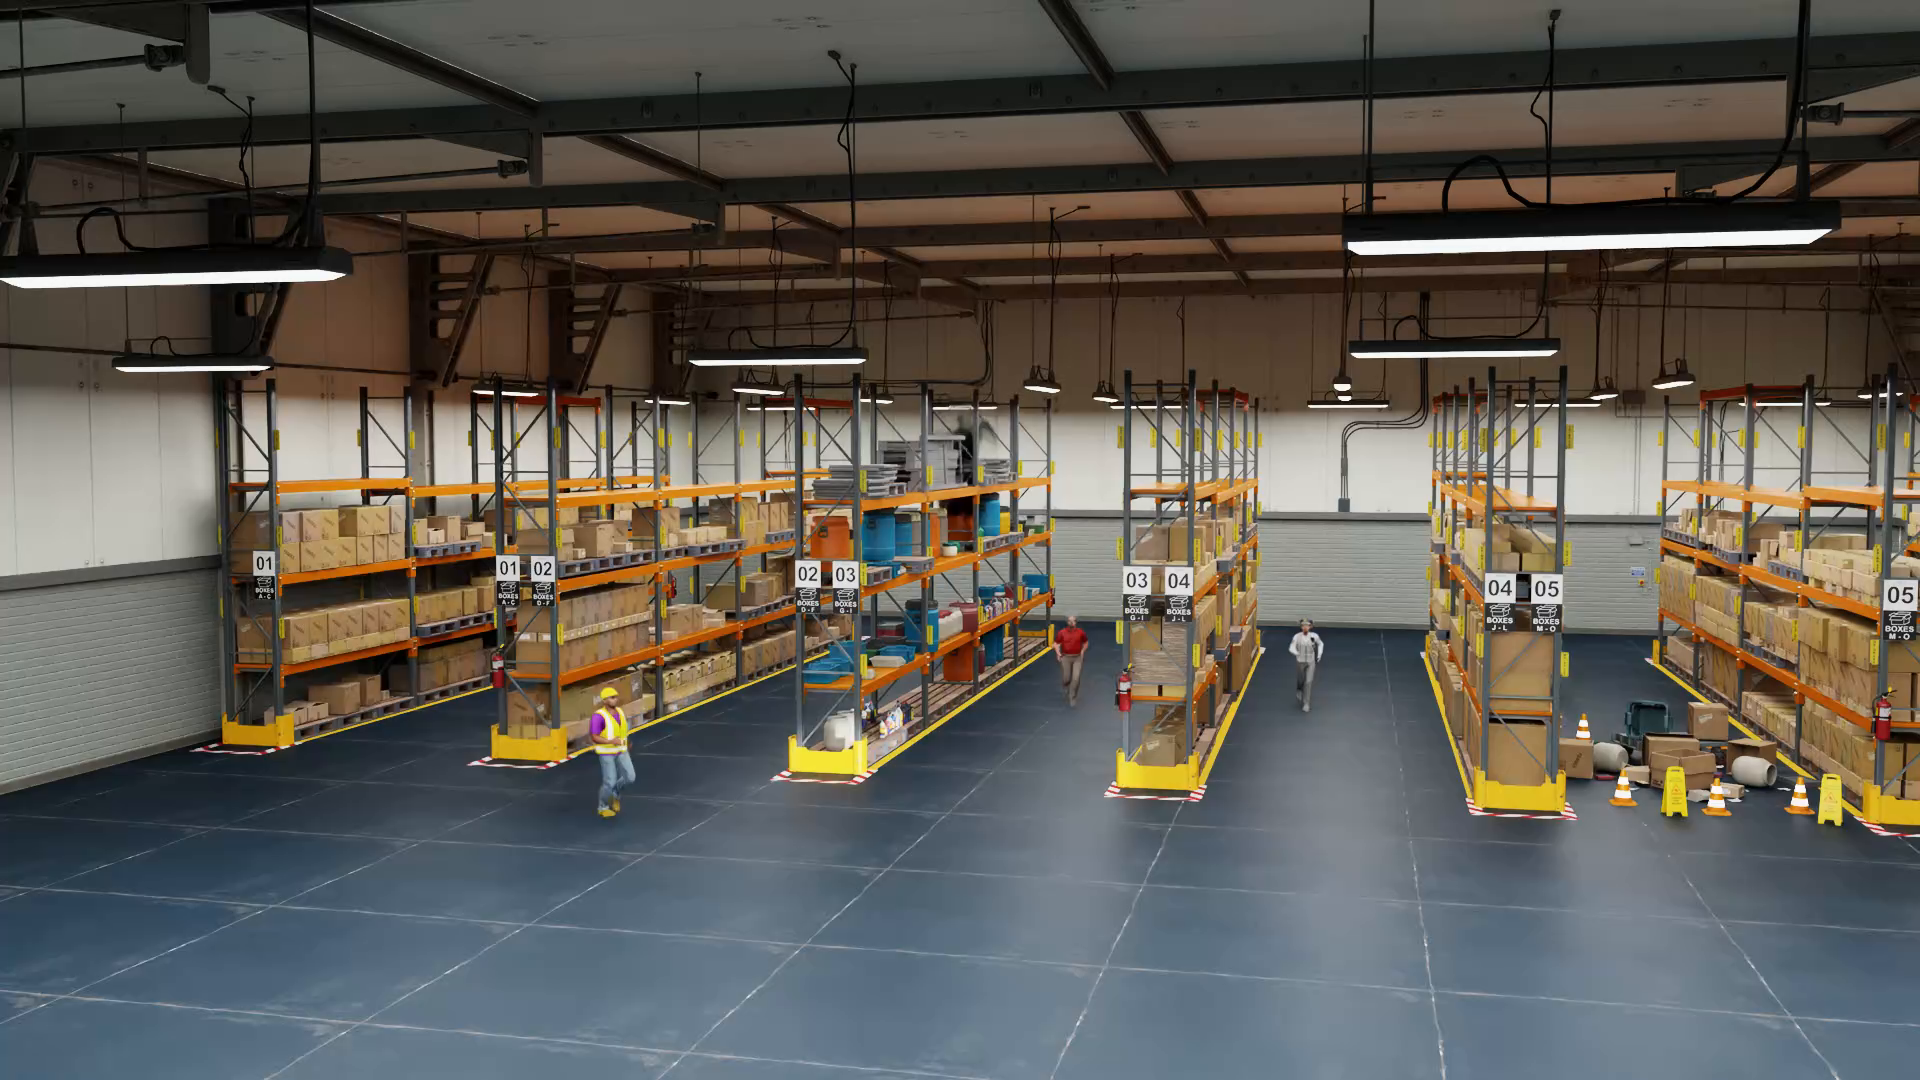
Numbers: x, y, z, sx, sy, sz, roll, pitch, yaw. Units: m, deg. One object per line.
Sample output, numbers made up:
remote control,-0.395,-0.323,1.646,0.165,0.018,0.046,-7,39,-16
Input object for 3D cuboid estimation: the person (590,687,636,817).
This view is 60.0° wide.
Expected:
person,-4.563,2.806,21.979,0.623,1.725,0.685,3,4,38

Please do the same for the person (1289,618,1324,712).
person,6.476,2.297,31.095,0.624,1.707,0.913,1,4,14

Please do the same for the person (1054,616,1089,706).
person,2.120,2.275,31.603,0.669,1.690,0.644,0,3,-1
